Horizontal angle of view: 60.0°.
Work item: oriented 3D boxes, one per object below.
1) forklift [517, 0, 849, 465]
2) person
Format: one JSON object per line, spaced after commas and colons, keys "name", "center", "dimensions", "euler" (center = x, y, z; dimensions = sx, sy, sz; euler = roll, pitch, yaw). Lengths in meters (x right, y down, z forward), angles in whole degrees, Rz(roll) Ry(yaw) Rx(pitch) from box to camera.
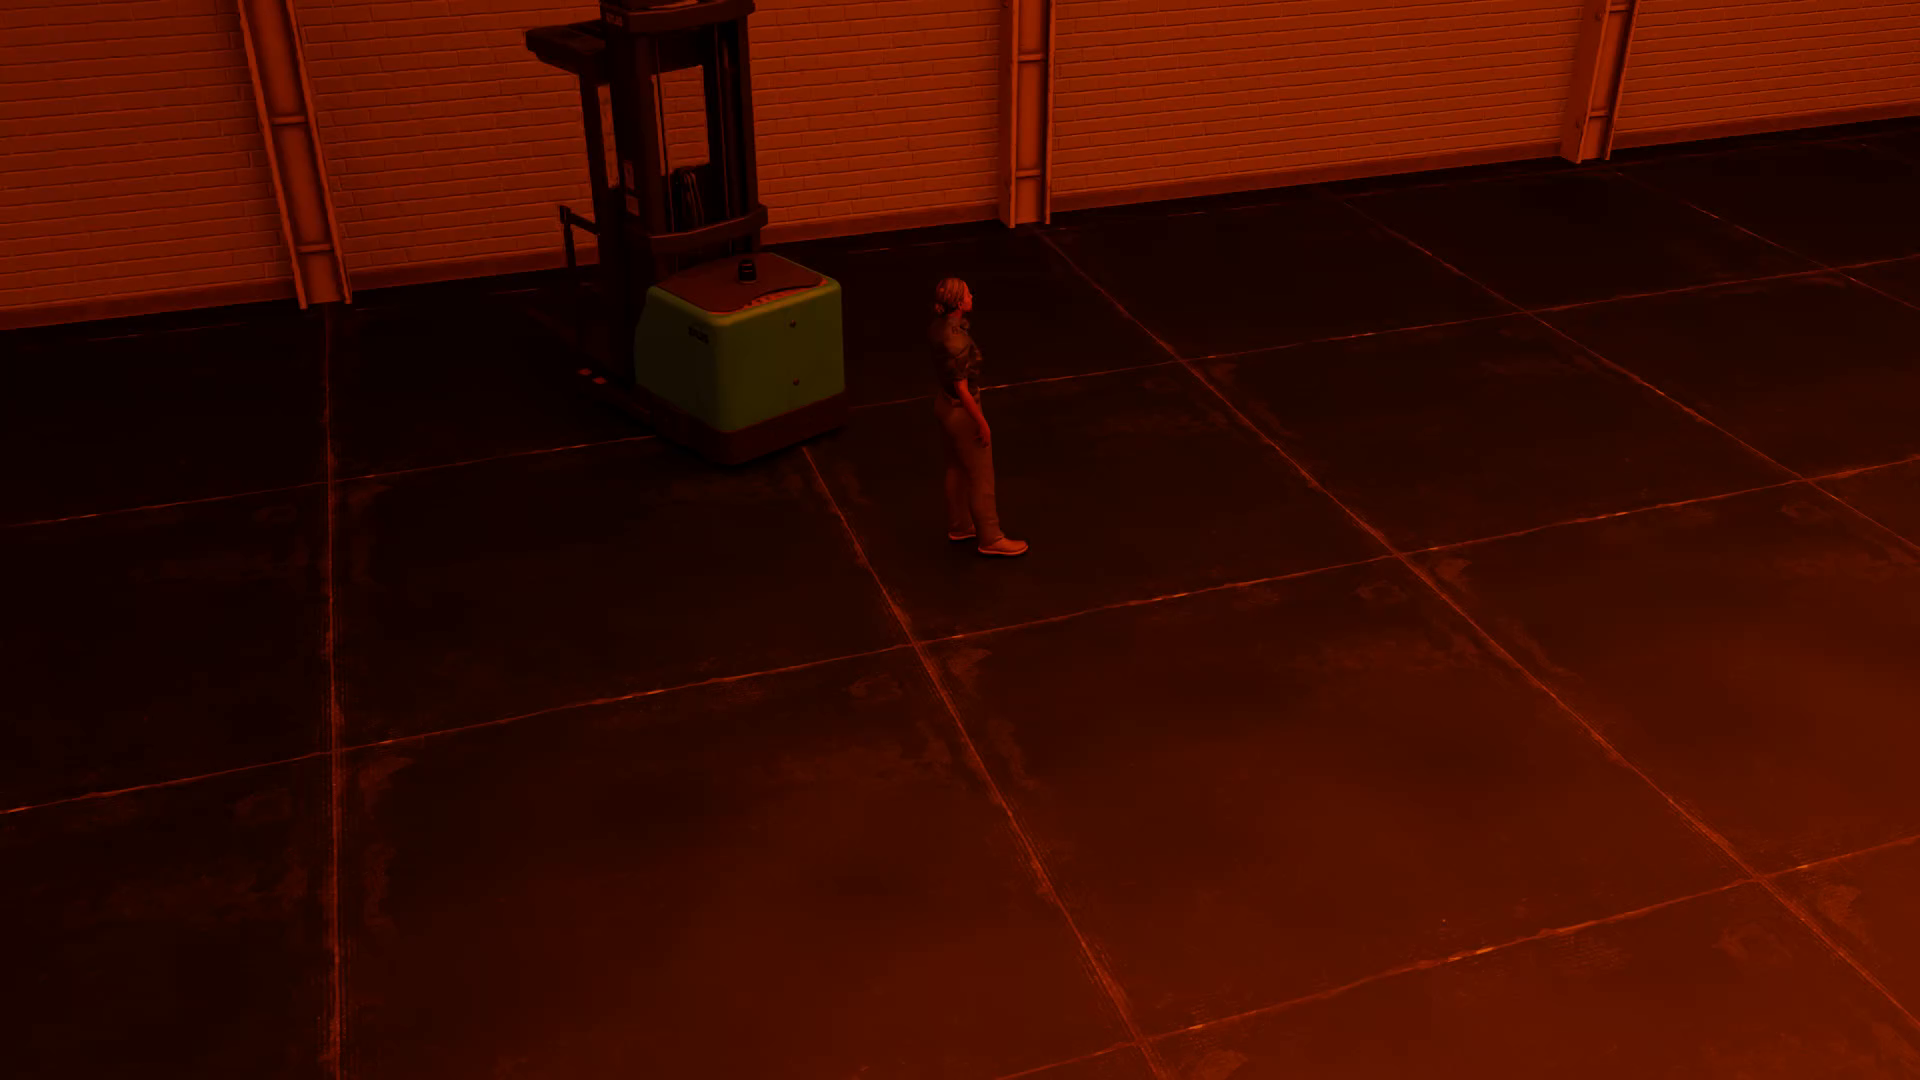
{"name": "forklift", "center": [-2.116, -2.402, 11.261], "dimensions": [1.130, 2.935, 3.031], "euler": [-24, 38, -35]}
{"name": "person", "center": [0.090, -0.728, 9.617], "dimensions": [0.504, 1.655, 0.569], "euler": [-10, 31, -16]}
